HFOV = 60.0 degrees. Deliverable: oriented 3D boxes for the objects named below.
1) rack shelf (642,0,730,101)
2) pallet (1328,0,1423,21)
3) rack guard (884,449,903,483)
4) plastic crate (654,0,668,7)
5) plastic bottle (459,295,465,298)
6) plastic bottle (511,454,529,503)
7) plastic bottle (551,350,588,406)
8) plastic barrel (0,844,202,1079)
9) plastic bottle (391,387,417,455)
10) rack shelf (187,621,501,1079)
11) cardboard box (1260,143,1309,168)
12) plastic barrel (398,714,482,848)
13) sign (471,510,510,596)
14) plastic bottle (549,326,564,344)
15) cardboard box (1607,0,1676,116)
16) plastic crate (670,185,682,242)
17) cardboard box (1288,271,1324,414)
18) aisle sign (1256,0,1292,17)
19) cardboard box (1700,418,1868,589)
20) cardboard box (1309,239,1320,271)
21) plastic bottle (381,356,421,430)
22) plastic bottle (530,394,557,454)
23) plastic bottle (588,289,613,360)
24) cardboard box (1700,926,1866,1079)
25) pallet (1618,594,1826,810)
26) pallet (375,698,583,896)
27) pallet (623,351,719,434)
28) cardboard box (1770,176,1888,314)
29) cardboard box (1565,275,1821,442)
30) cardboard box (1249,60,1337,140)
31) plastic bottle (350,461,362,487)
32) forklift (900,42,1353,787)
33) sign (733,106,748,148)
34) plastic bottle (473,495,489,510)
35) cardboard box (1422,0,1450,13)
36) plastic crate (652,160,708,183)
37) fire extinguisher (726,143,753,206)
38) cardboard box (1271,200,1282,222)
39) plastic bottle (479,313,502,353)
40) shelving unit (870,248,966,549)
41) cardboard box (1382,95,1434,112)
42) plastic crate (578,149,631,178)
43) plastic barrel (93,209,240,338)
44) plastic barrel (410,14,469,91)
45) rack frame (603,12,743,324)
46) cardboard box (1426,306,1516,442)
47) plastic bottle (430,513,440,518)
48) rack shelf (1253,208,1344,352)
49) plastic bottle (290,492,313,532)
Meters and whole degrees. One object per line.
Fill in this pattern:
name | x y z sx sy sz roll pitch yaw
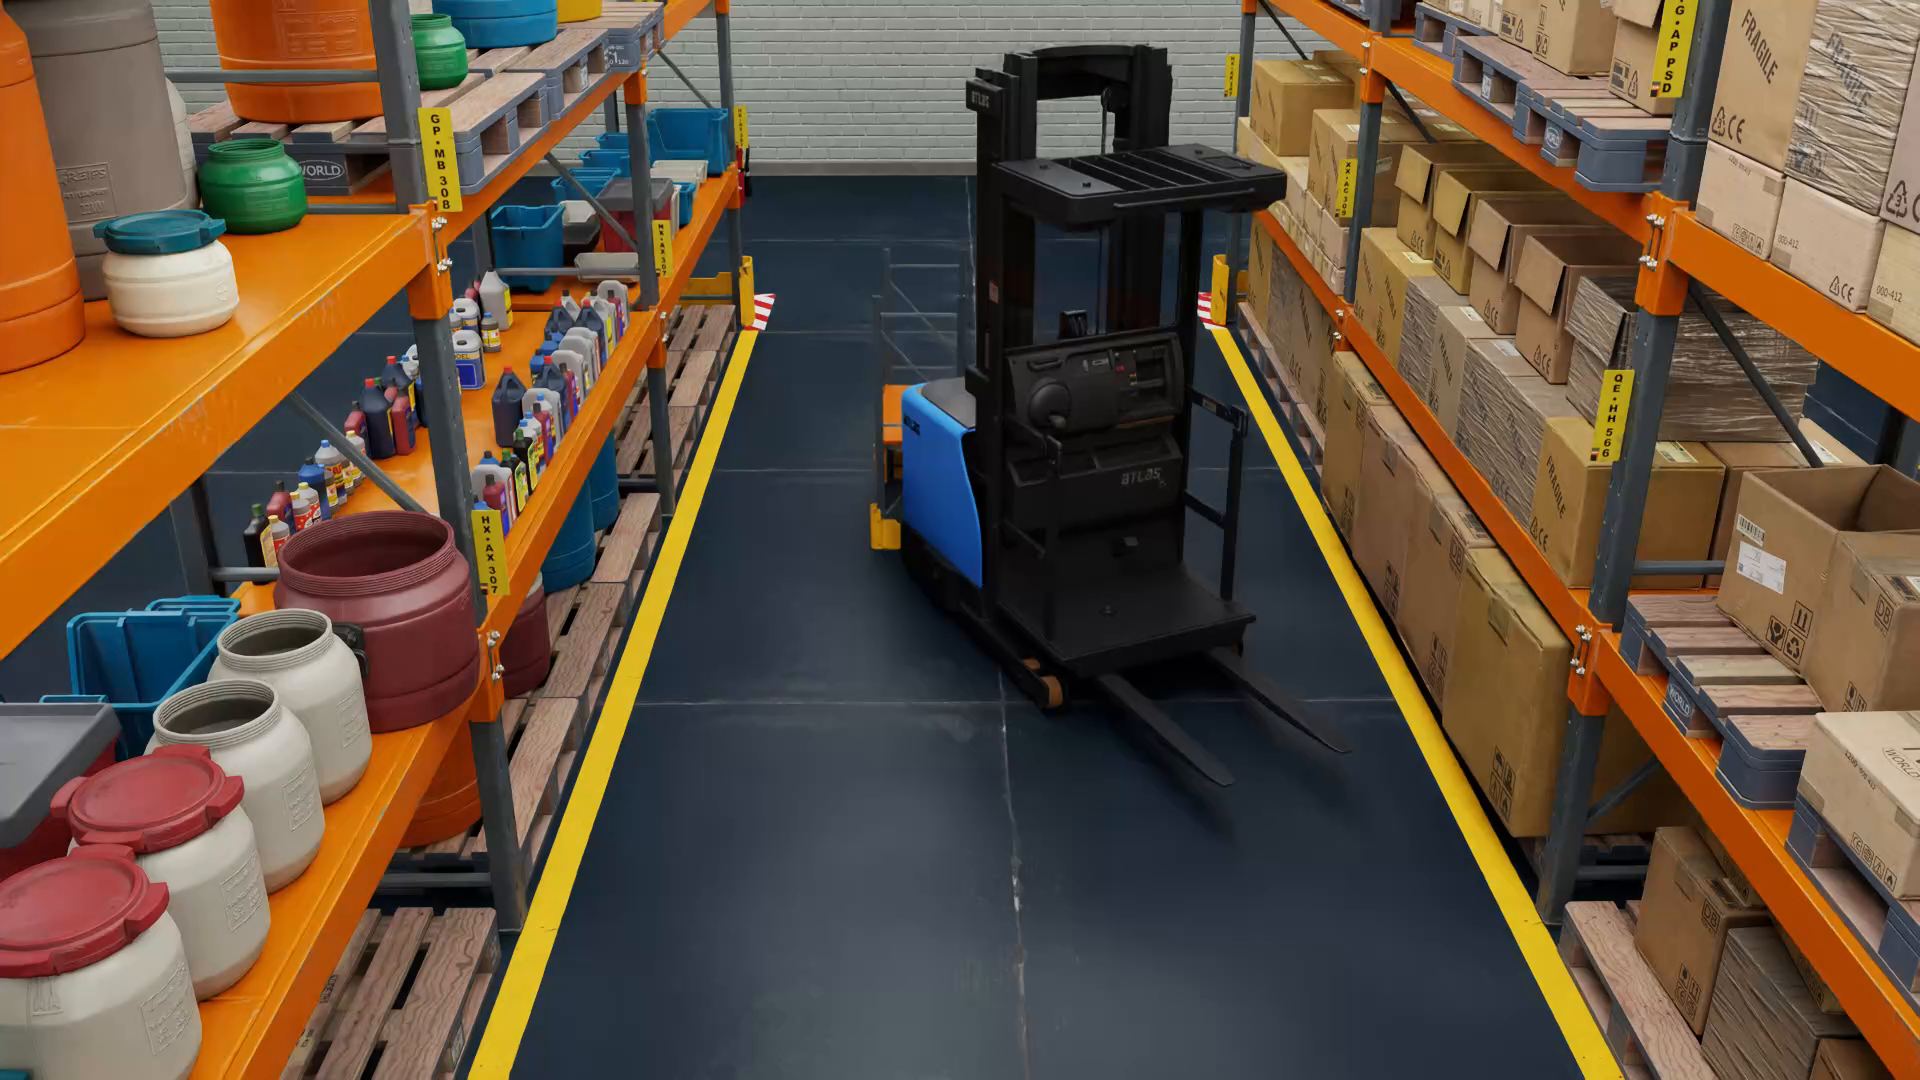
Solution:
rack shelf | -2.255 -3.385 10.827 1.077 0.370 4.000 0 24 -1
pallet | 2.721 -3.207 9.670 1.003 0.211 1.213 0 24 -1
rack guard | -0.213 -0.492 10.533 0.587 0.250 0.087 0 24 1
plastic crate | -1.972 -3.342 10.018 0.497 0.269 0.590 0 24 -1
plastic bottle | -2.633 -1.168 8.848 0.097 0.271 0.097 0 24 0
plastic bottle | -1.851 -0.256 6.918 0.097 0.201 0.097 0 24 0
plastic bottle | -1.892 -0.795 8.018 0.152 0.276 0.135 0 24 -1
plastic barrel | -1.945 1.015 3.700 0.433 0.535 0.433 0 24 0
plastic bottle | -2.491 -0.533 7.430 0.061 0.283 0.133 0 24 -1
rack shelf | -2.167 1.278 4.156 1.077 0.370 4.000 0 24 -1
cardboard box | 2.426 -2.639 11.766 0.500 0.250 0.500 -1 24 -2
plastic barrel | -2.212 0.722 6.637 0.600 0.830 0.708 0 24 -1
sign | -1.639 0.047 5.809 0.100 0.325 0.005 0 24 -1
plastic bottle | -2.020 -0.936 8.335 0.097 0.271 0.097 0 24 0
cardboard box | 2.685 -1.752 5.709 0.797 0.503 0.637 1 24 3
plastic crate | -2.065 -2.125 10.880 0.437 0.282 0.530 0 24 -1
cardboard box | 2.783 -1.410 11.297 0.875 0.875 0.875 0 24 -1
aisle sign | 2.375 -4.405 12.695 0.394 0.787 0.004 0 24 -1
cardboard box | 3.030 -0.143 6.304 0.500 0.500 0.500 0 24 1
cardboard box | 2.383 -1.766 10.319 0.380 0.149 0.250 -1 24 -1
plastic bottle | -2.596 -0.684 7.681 0.144 0.351 0.185 0 24 -1
plastic bottle | -1.857 -0.518 7.412 0.097 0.271 0.097 0 24 0
plastic bottle | -1.896 -1.122 8.651 0.144 0.351 0.185 0 24 -1
cardboard box | 2.810 1.547 5.189 0.700 0.500 0.500 -2 24 -5
pallet | 2.878 0.485 5.271 1.213 0.211 1.003 0 24 -1
pallet | -2.240 1.072 7.123 1.003 0.211 1.213 0 24 -1
pallet | -2.296 -1.058 11.833 1.003 0.211 1.213 0 24 -1
cardboard box | 2.519 -0.788 4.394 0.500 0.250 0.500 0 24 1
cardboard box | 2.772 -0.700 6.319 0.797 0.503 0.637 1 24 1
cardboard box | 2.417 -3.196 12.088 0.500 0.500 0.500 -1 24 -2
plastic bottle | -2.612 -0.331 7.083 0.097 0.201 0.097 0 24 0
forklift | 0.754 -0.728 7.803 1.130 2.935 3.031 -11 27 -23
sign | -1.727 -3.254 13.106 0.100 0.325 0.005 0 24 -1
plastic bottle | -1.845 -0.043 6.360 0.097 0.271 0.097 0 24 0
cardboard box | 2.736 -2.909 8.270 0.700 0.500 0.500 0 24 1
plastic crate | -2.087 -2.742 12.420 0.396 0.136 0.243 0 24 -1
fire extinguisher | -1.824 -3.029 13.354 0.296 0.674 0.183 0 24 -1
cardboard box | 2.368 -2.296 11.492 0.380 0.149 0.250 -1 24 -2
plastic bottle | -2.480 -1.096 8.775 0.097 0.201 0.097 0 24 0
shelving unit | -0.219 -0.856 9.822 0.587 1.500 1.083 0 24 1
cardboard box | 2.962 -2.569 10.701 0.500 0.500 0.500 -1 24 -2
plastic crate | -2.596 -2.747 12.313 0.416 0.233 0.300 0 24 -1
plastic barrel | -1.942 -0.654 4.084 0.301 0.262 0.301 0 24 0
plastic barrel | -1.971 -1.798 6.125 0.294 0.245 0.294 0 24 0
rack frame | -2.277 -3.170 13.119 1.000 3.000 0.127 0 24 -1
cardboard box | 2.497 -0.773 7.697 0.500 0.500 0.500 0 24 0
plastic bottle | -2.023 0.004 6.252 0.152 0.276 0.135 0 24 -1
rack shelf | 2.698 -2.040 11.494 1.077 0.370 4.000 0 24 -1
plastic bottle | -2.606 -0.090 6.551 0.097 0.201 0.097 0 24 0
